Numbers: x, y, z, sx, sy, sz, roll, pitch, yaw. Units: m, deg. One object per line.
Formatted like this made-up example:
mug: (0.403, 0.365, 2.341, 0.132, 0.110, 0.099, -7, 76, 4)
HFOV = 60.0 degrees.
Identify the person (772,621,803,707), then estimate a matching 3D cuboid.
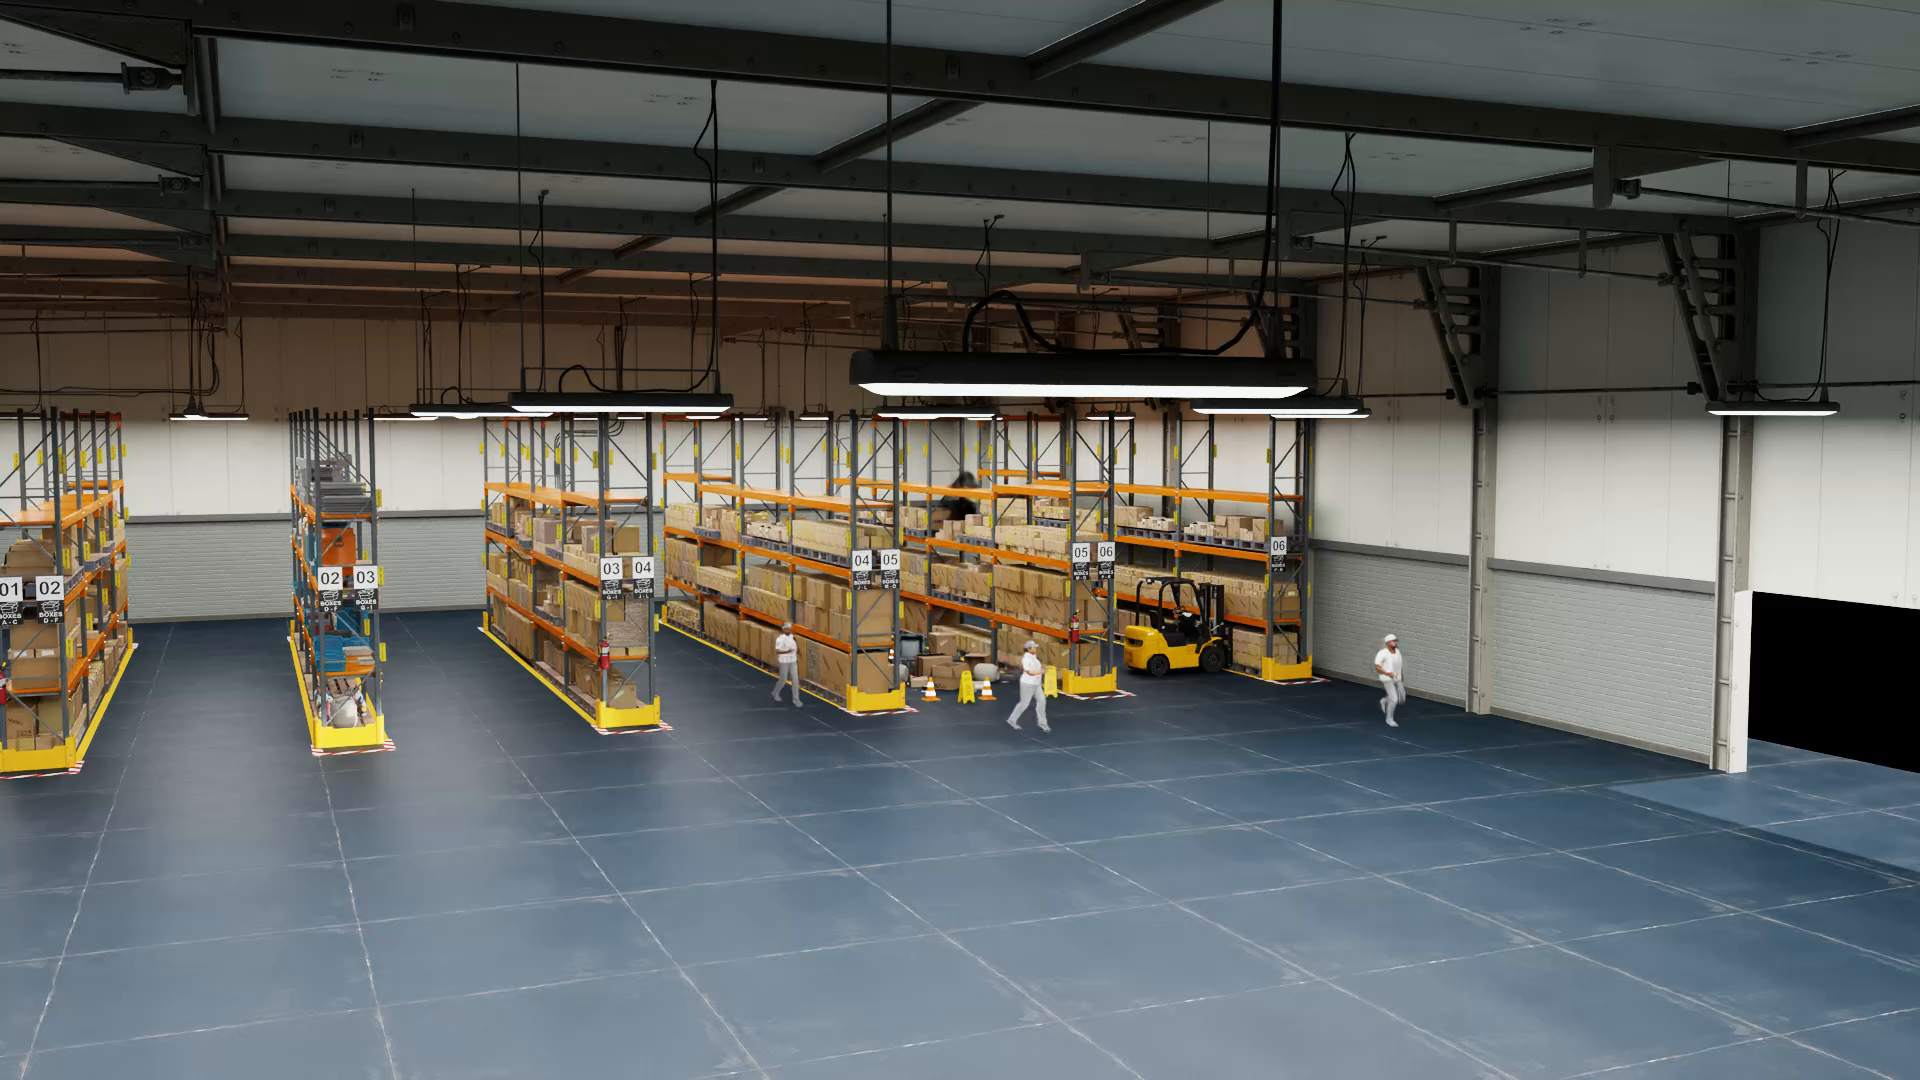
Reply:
person: (-3.493, 2.488, 33.705, 0.582, 1.694, 0.898, -3, 5, -39)

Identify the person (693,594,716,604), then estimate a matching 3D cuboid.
person: (-7.660, 1.428, 49.454, 0.836, 1.679, 0.729, 1, 4, 13)

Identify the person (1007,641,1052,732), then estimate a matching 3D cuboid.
person: (1.288, 2.720, 30.885, 0.826, 1.715, 0.580, 1, 4, 19)

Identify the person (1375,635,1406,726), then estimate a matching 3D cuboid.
person: (8.189, 2.653, 31.653, 0.736, 1.727, 0.613, -3, 5, -33)
